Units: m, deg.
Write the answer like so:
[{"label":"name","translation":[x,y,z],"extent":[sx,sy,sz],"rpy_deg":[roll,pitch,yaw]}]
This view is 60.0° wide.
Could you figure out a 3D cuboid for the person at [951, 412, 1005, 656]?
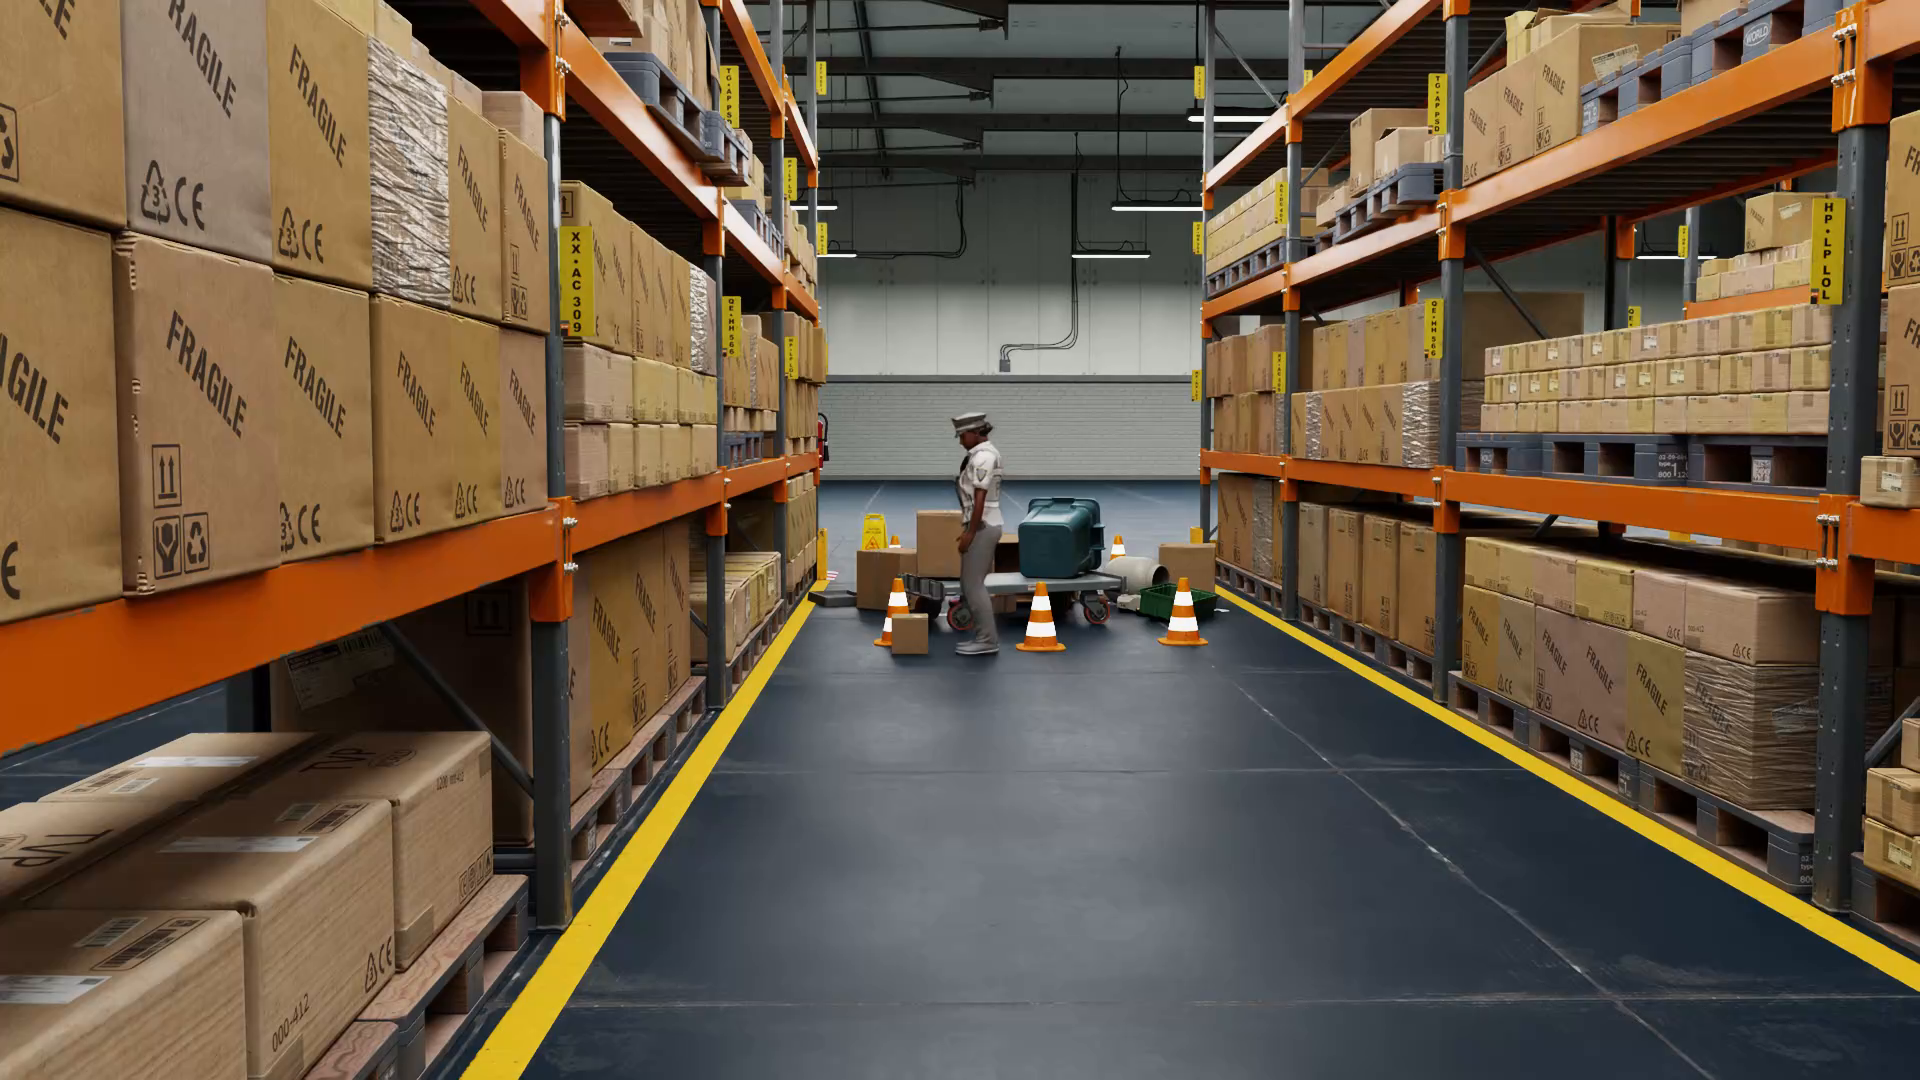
[{"label":"person","translation":[0.123,-0.043,11.339],"extent":[0.365,1.650,0.444],"rpy_deg":[0,4,0]}]
